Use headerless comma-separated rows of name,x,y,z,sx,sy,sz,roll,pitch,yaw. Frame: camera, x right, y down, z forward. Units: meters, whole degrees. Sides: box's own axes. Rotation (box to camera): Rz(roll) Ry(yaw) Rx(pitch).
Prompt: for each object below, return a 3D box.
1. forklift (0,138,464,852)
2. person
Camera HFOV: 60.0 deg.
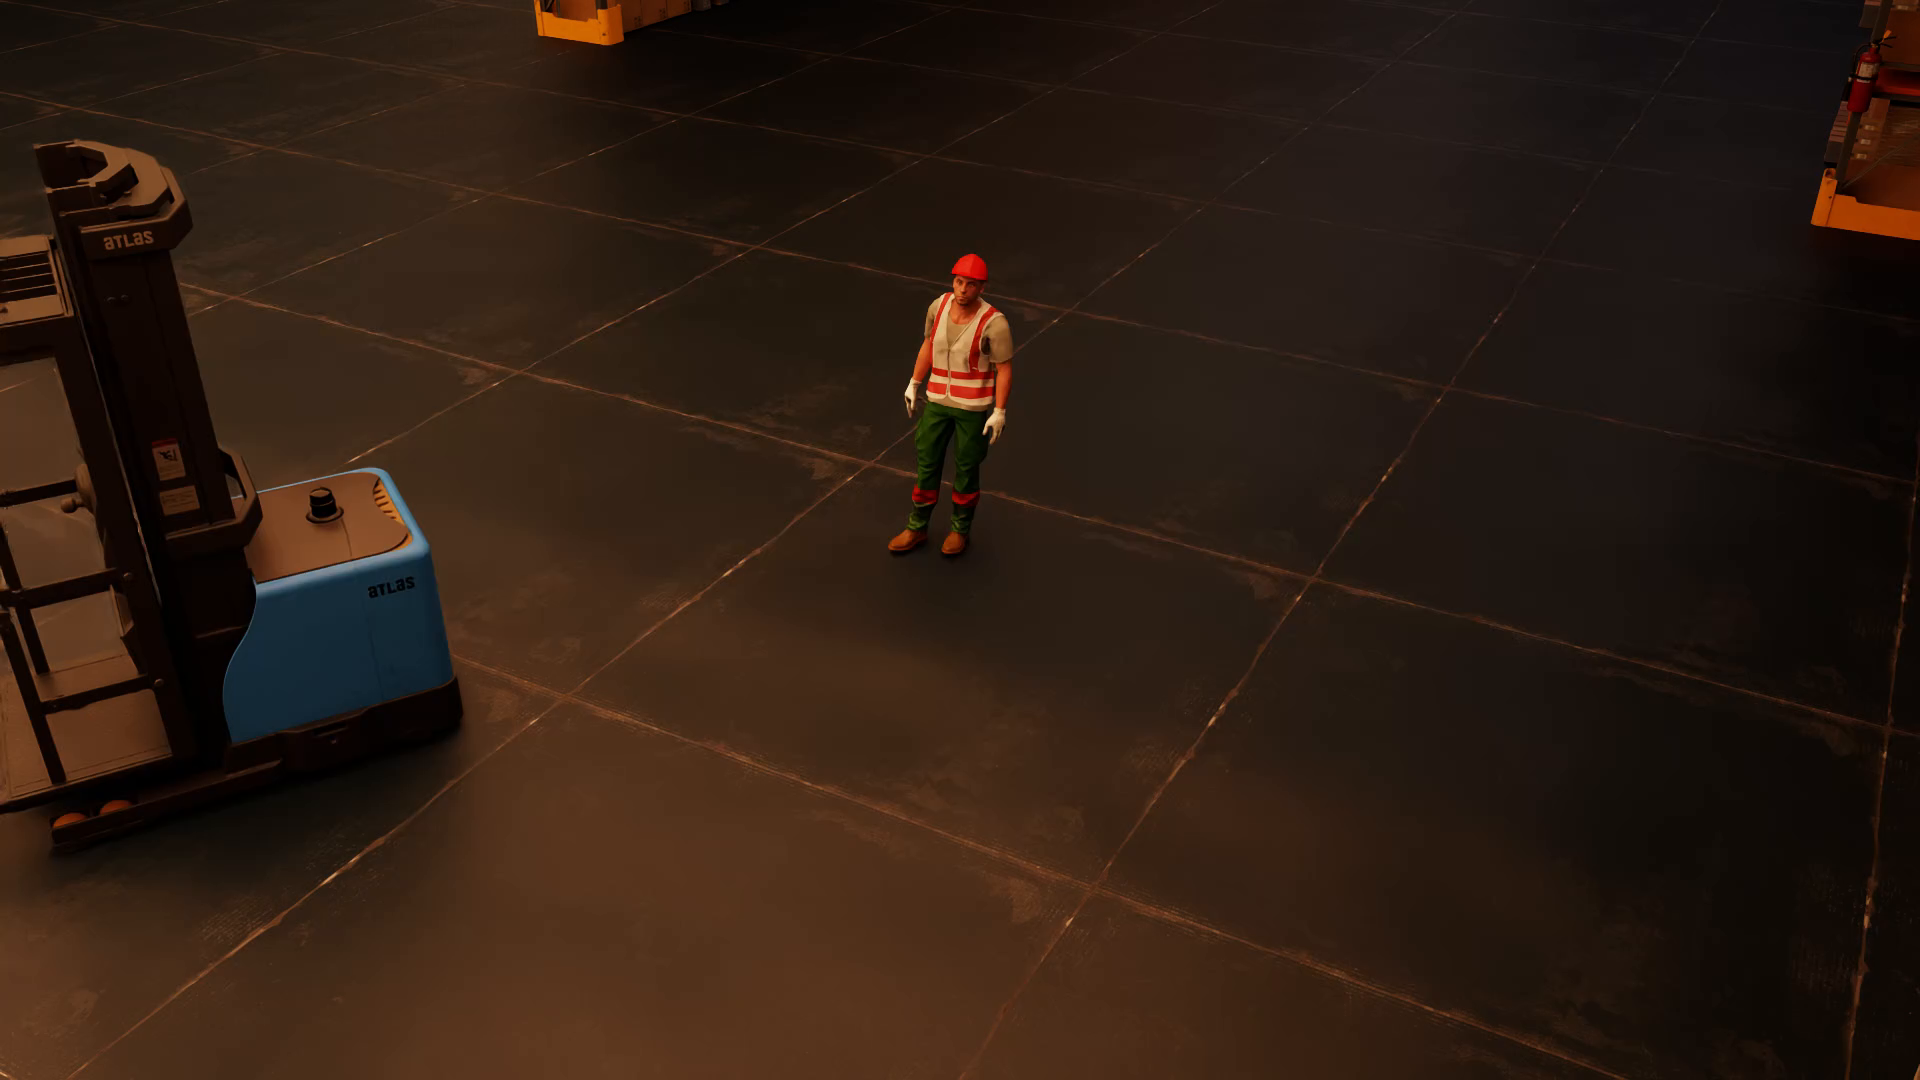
forklift,-4.029,-0.162,7.351,3.031,2.935,1.130,-16,34,-25
person,-0.049,-0.747,9.498,0.637,1.782,0.564,15,33,25
